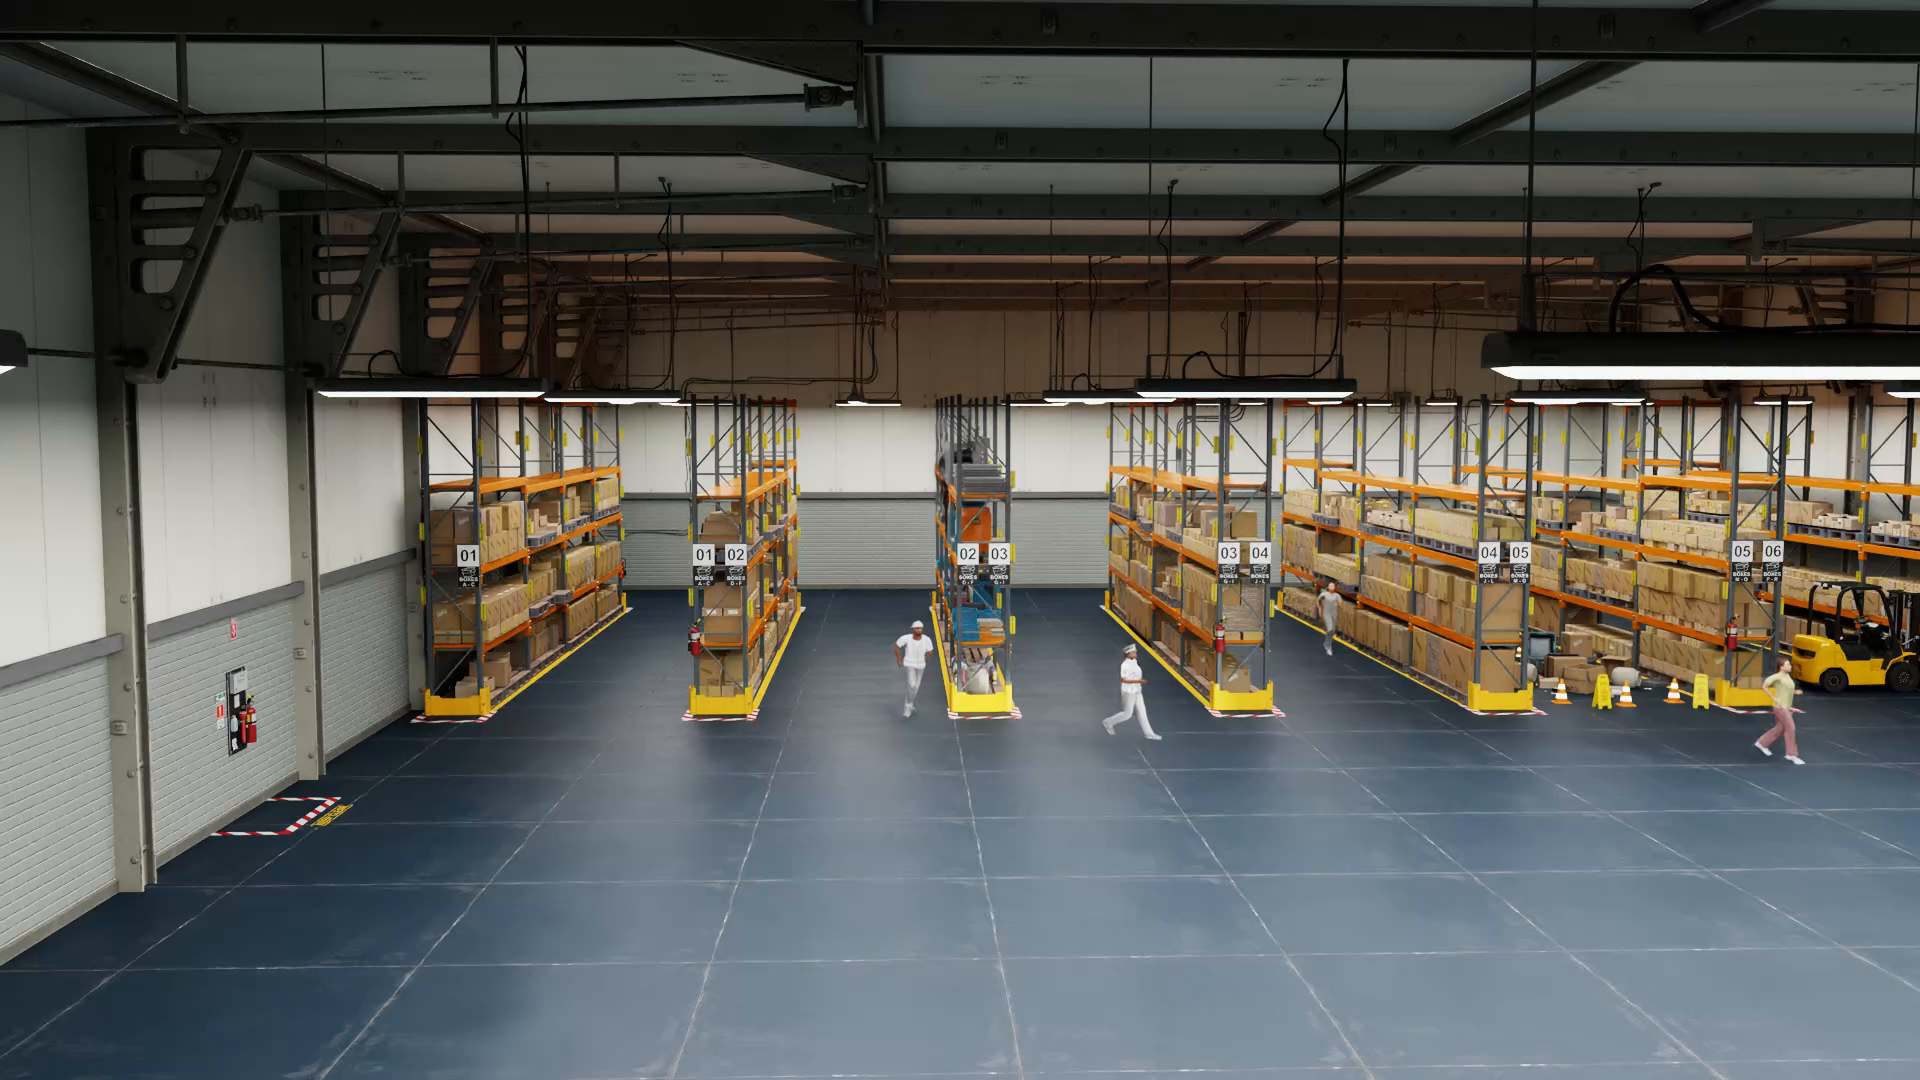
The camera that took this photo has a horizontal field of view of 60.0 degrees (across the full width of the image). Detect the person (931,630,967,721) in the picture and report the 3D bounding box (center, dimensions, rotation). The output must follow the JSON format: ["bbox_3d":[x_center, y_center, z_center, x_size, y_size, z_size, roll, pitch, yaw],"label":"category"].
[{"bbox_3d":[-0.152,2.464,30.269,0.568,1.642,0.750,4,6,42],"label":"person"}]

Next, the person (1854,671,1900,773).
[{"bbox_3d":[14.383,2.863,26.075,0.576,1.620,0.570,4,6,43],"label":"person"}]

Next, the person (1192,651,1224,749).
[{"bbox_3d":[4.188,2.685,27.920,0.563,1.663,0.538,3,5,31],"label":"person"}]

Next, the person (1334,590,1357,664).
[{"bbox_3d":[8.726,1.952,37.630,0.565,1.641,0.731,-1,5,-12],"label":"person"}]
